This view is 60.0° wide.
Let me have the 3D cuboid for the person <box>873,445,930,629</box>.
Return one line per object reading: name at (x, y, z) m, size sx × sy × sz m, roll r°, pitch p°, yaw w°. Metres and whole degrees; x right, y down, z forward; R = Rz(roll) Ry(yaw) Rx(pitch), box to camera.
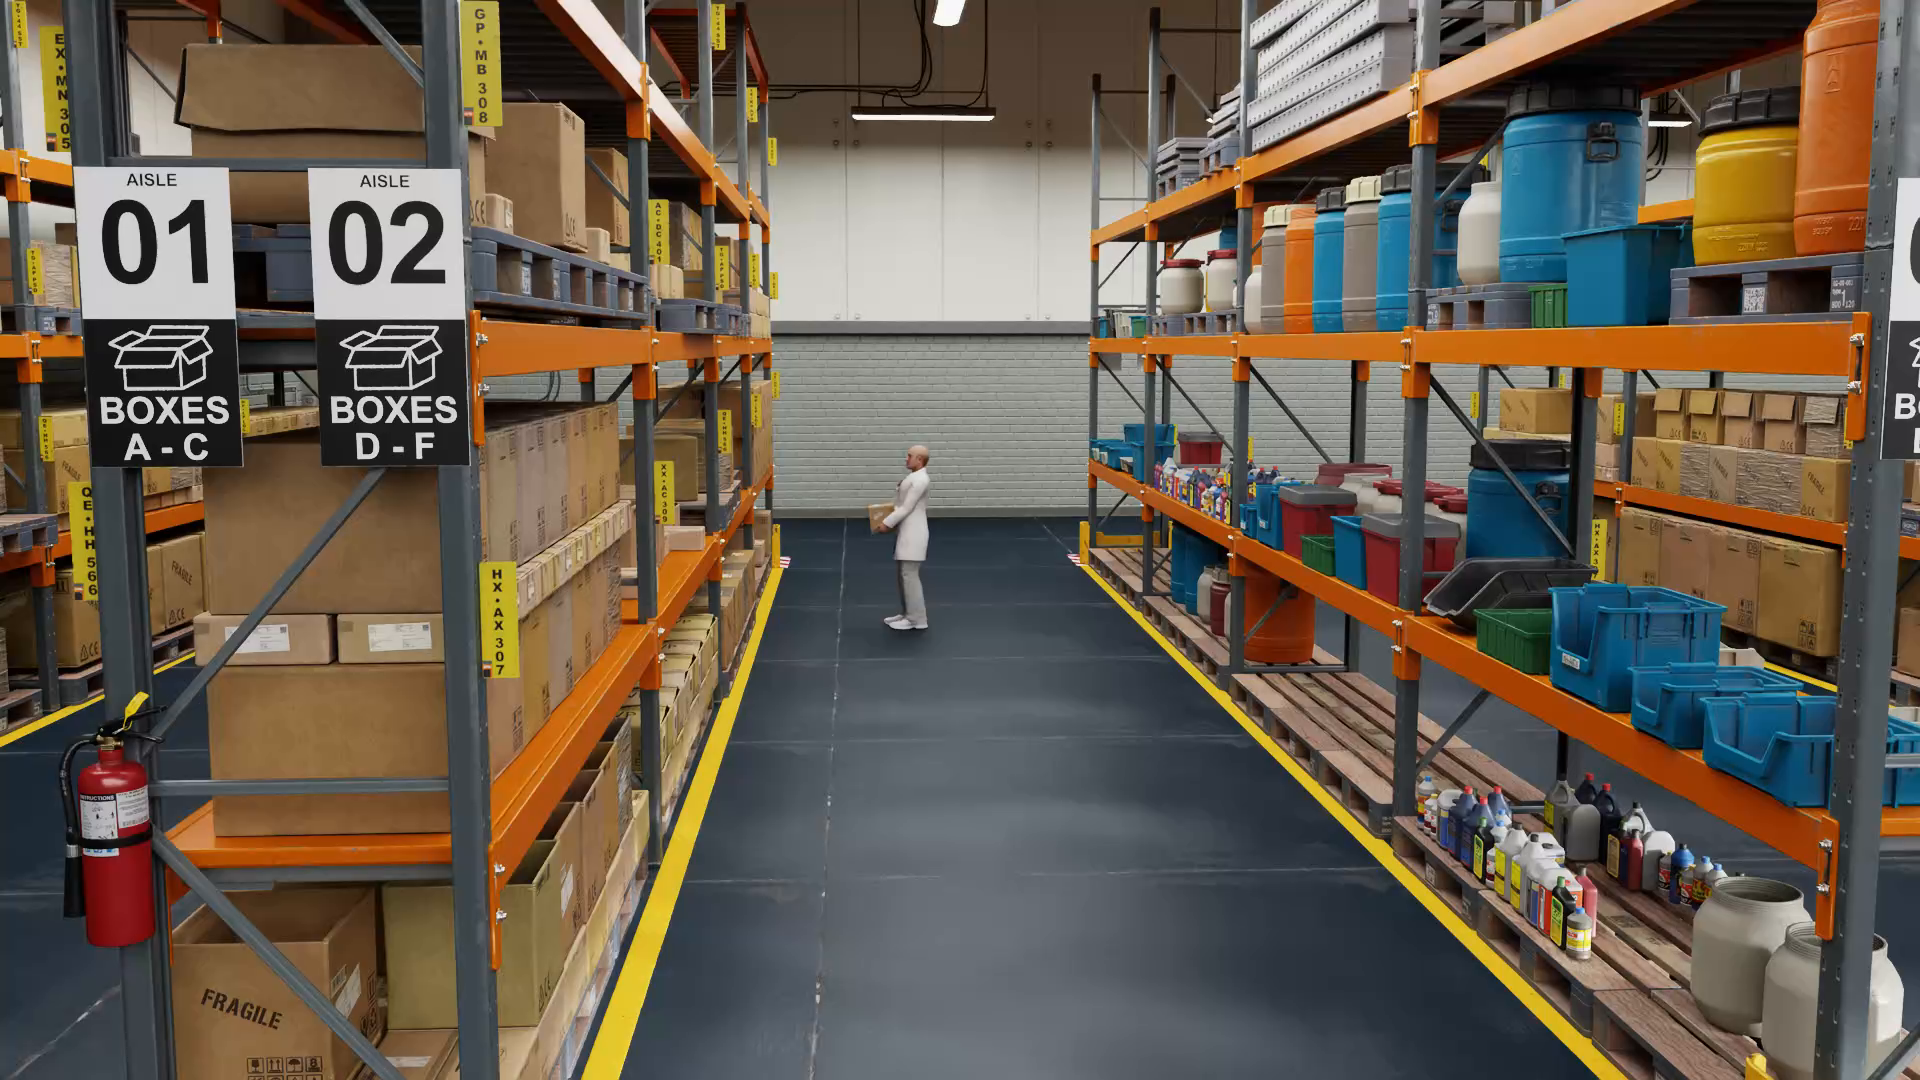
person at (-0.563, -0.032, 16.102) m, size 0.553 × 1.772 × 0.529 m, roll 0°, pitch 7°, yaw -3°
